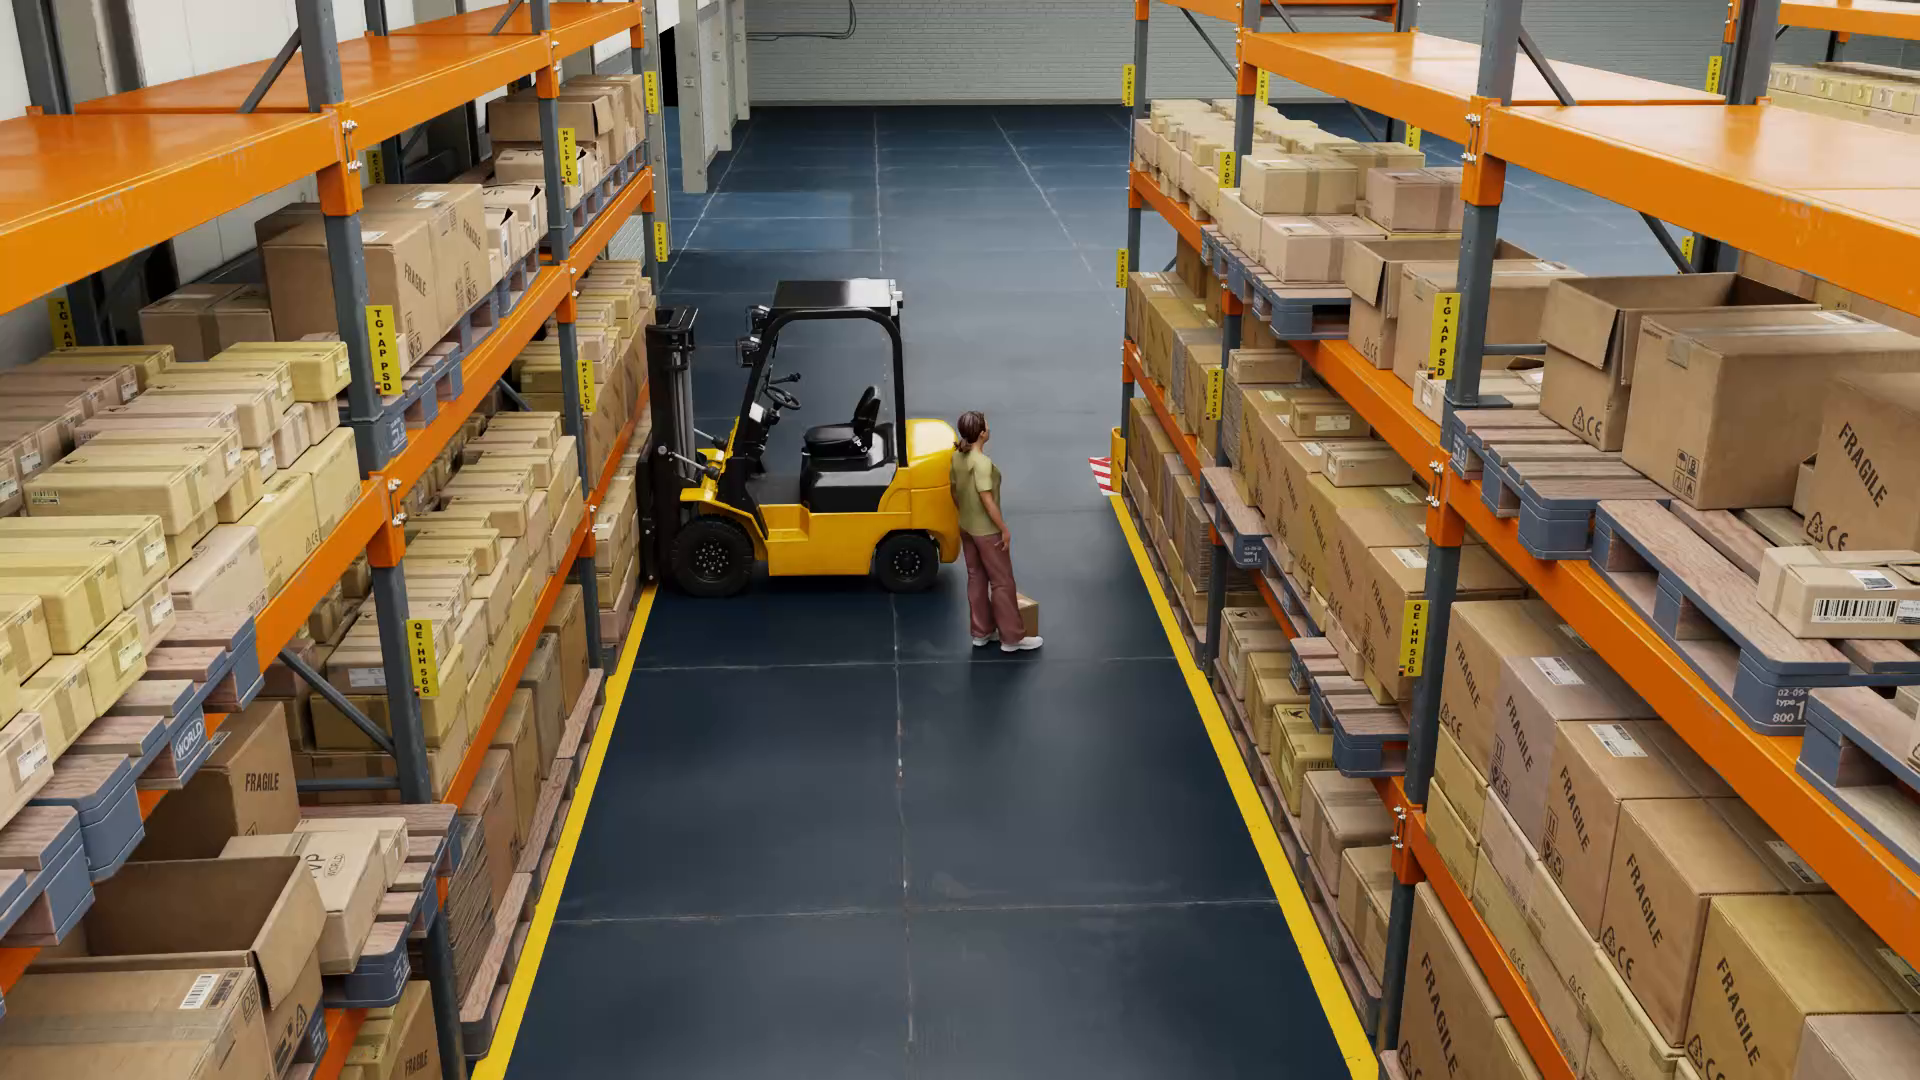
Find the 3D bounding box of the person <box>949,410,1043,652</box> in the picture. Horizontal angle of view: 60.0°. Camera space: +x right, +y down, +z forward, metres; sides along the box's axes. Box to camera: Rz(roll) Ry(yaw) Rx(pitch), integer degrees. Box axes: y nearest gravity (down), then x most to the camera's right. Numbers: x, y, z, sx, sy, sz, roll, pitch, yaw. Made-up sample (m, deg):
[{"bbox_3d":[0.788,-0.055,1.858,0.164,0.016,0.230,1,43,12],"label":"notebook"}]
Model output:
[{"bbox_3d":[0.213,-0.078,11.263,0.547,1.673,0.554,-12,24,-30],"label":"person"}]
